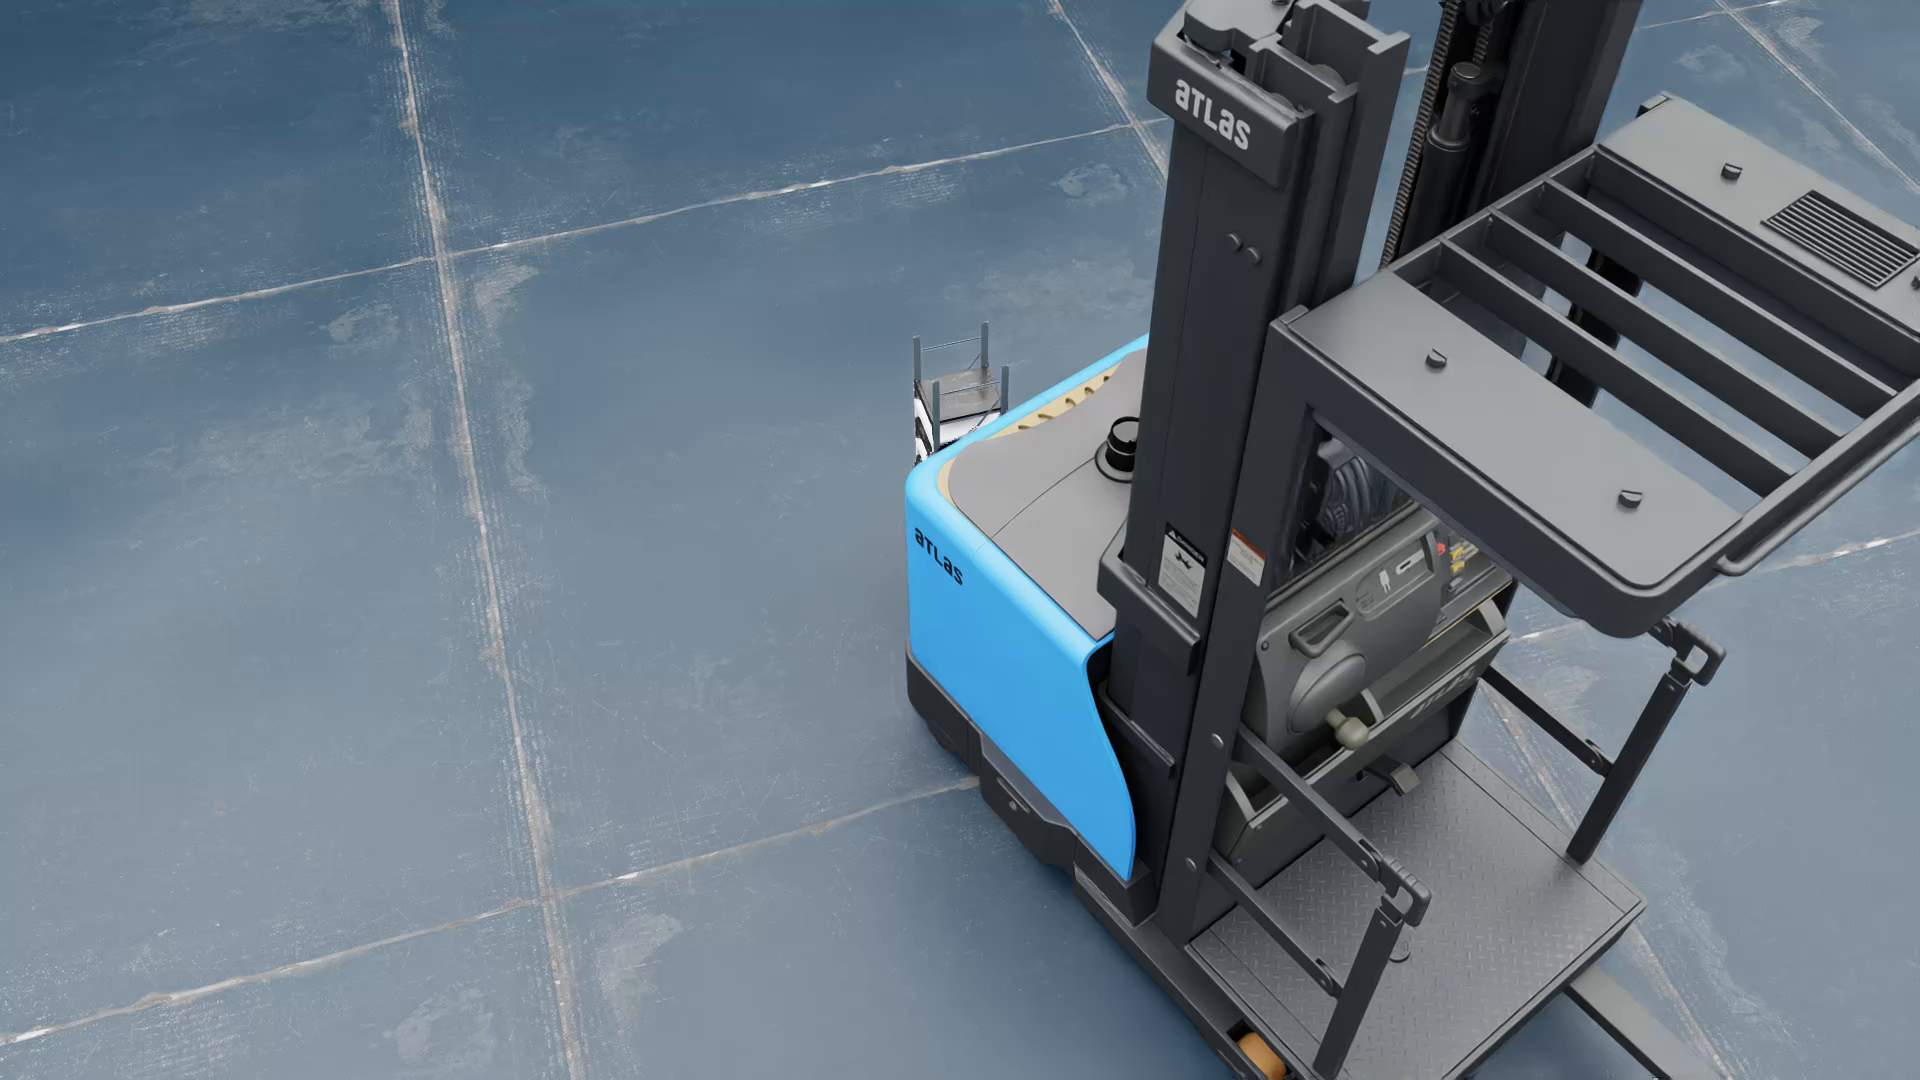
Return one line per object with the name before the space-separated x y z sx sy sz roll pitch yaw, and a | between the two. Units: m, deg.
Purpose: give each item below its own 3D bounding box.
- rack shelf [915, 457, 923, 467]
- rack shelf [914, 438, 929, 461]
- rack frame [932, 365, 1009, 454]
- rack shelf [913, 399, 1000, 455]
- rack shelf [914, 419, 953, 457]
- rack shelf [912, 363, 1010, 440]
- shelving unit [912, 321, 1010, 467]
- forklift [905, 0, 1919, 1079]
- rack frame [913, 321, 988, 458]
rack shelf | 0.002 -0.205 5.495 0.258 0.077 0.200 -13 51 -11
rack shelf | 0.002 -0.263 5.426 0.258 0.077 0.200 -13 51 -11
rack frame | 0.032 -0.210 5.338 0.240 0.900 0.006 -13 51 -11
rack shelf | 0.002 -0.379 5.289 0.258 0.077 0.200 -13 51 -11
rack shelf | 0.002 -0.321 5.358 0.258 0.077 0.200 -13 51 -11
rack shelf | 0.002 -0.437 5.220 0.258 0.077 0.200 -13 51 -11
shelving unit | 0.002 -0.284 5.401 0.258 0.900 0.210 -13 51 -11
forklift | 1.137 0.225 3.644 1.130 2.935 3.031 -31 56 -23
rack frame | -0.028 -0.358 5.464 0.240 0.900 0.006 -13 51 -11
